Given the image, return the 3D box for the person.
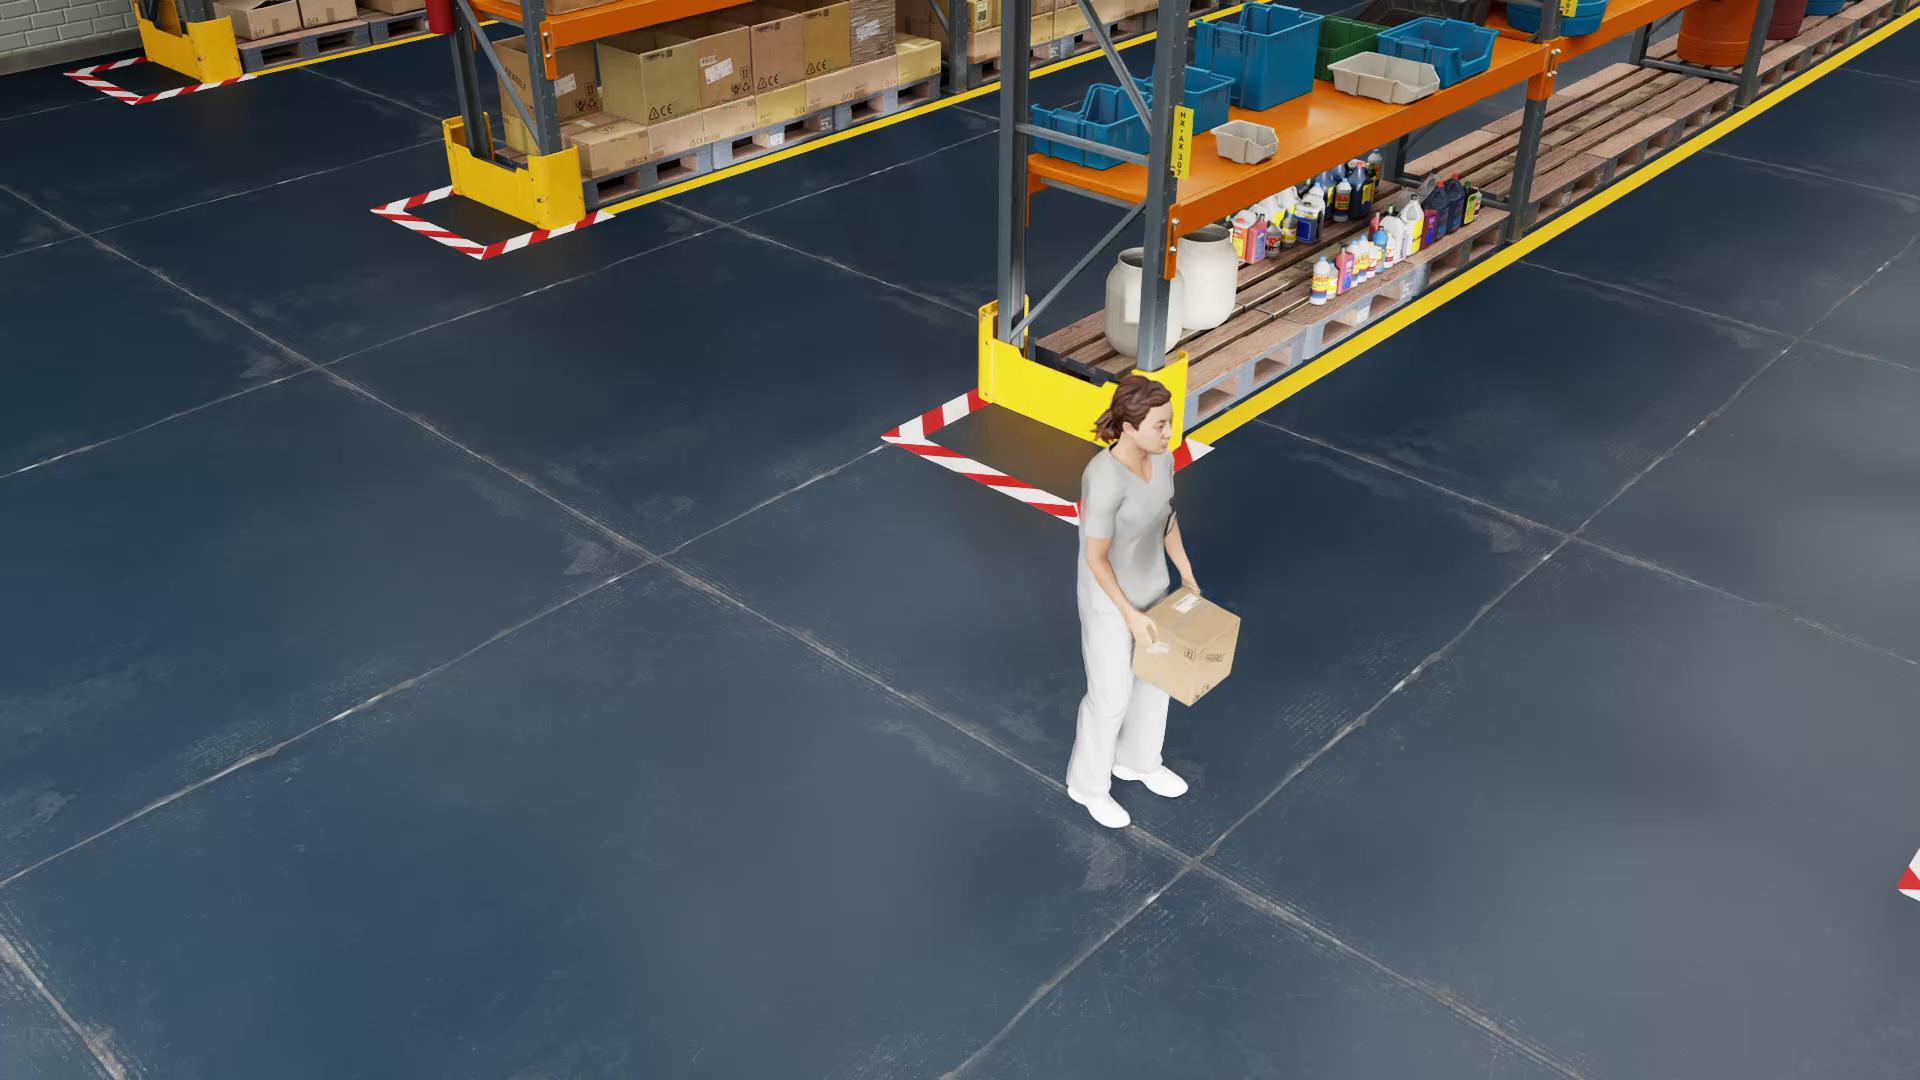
[{"bbox_3d":[0.614,0.208,5.791,0.424,1.676,0.467,24,39,34],"label":"person"}]
